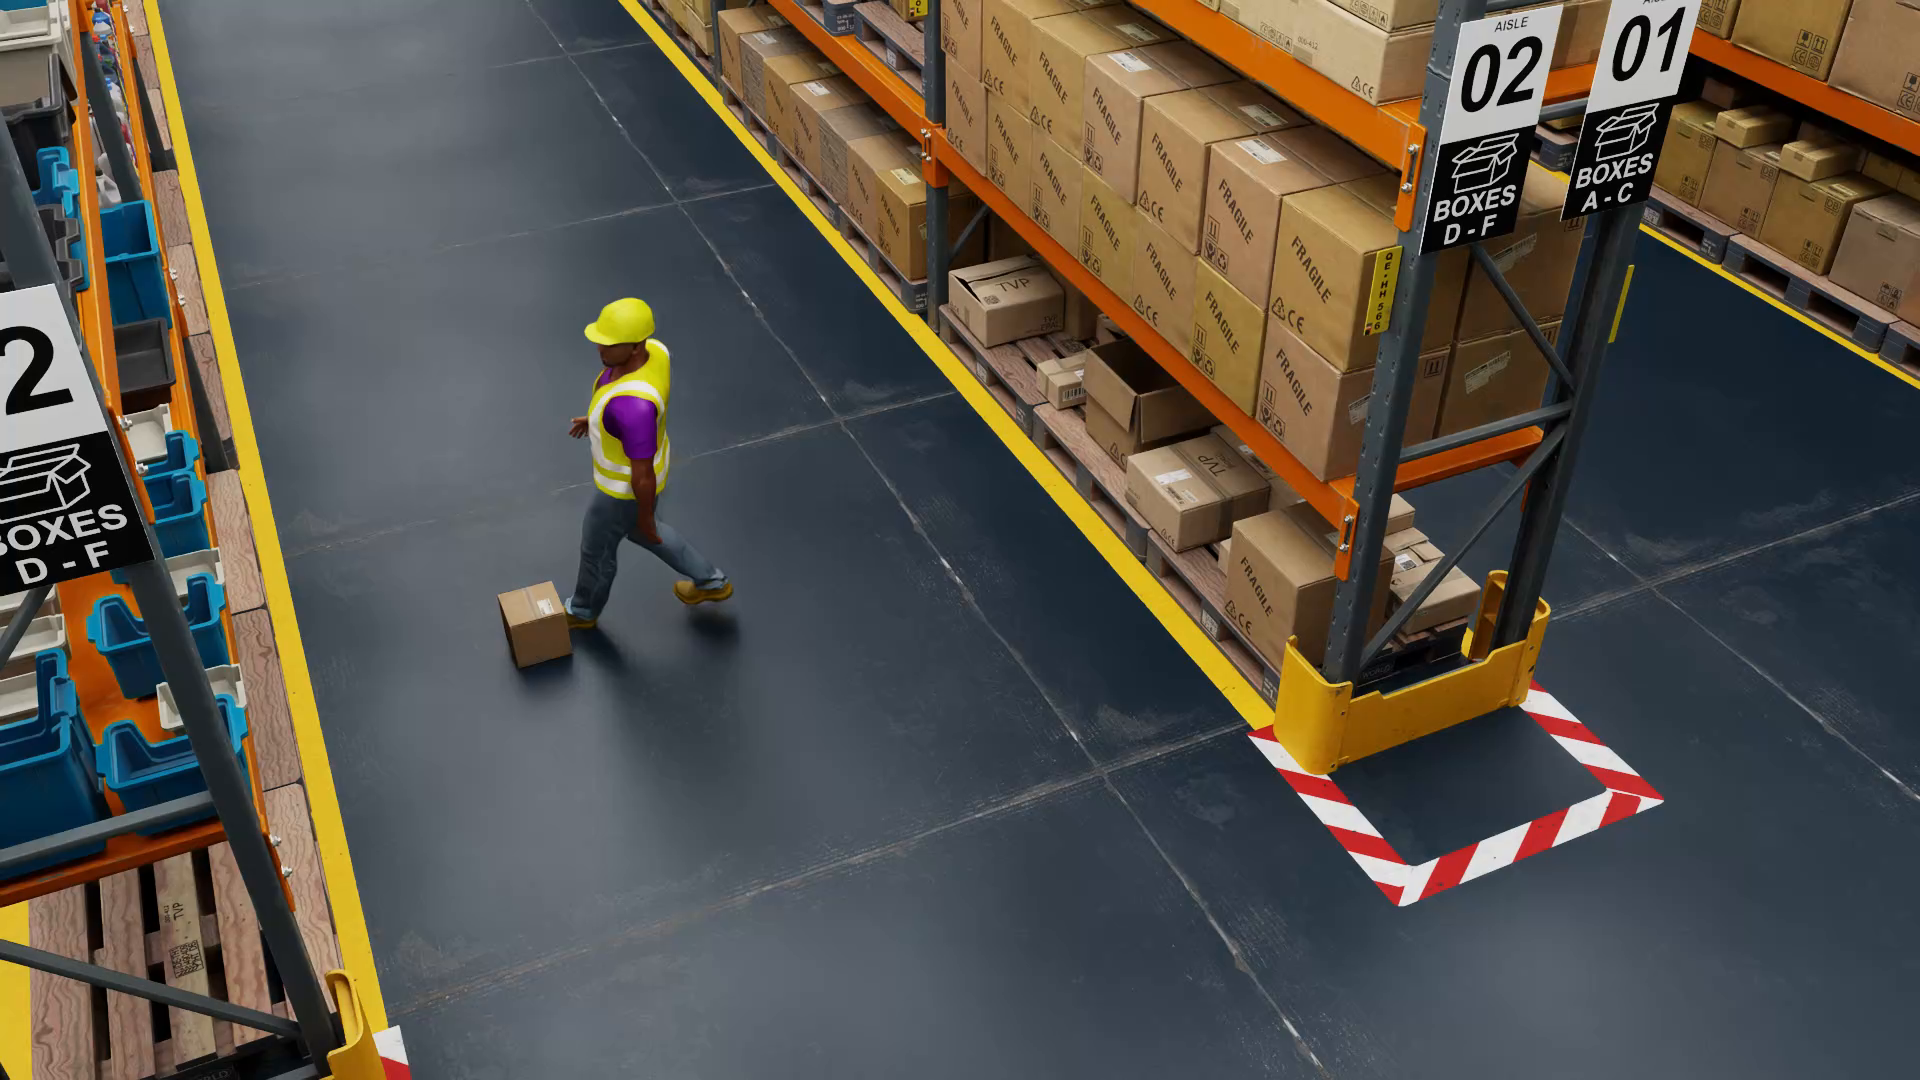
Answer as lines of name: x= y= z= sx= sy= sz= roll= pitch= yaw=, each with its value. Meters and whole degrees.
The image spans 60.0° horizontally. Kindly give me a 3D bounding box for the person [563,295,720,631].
person: x=-1.546 y=-0.322 z=7.291 sx=0.872 sy=1.727 sz=0.655 roll=-2 pitch=37 yaw=-3
